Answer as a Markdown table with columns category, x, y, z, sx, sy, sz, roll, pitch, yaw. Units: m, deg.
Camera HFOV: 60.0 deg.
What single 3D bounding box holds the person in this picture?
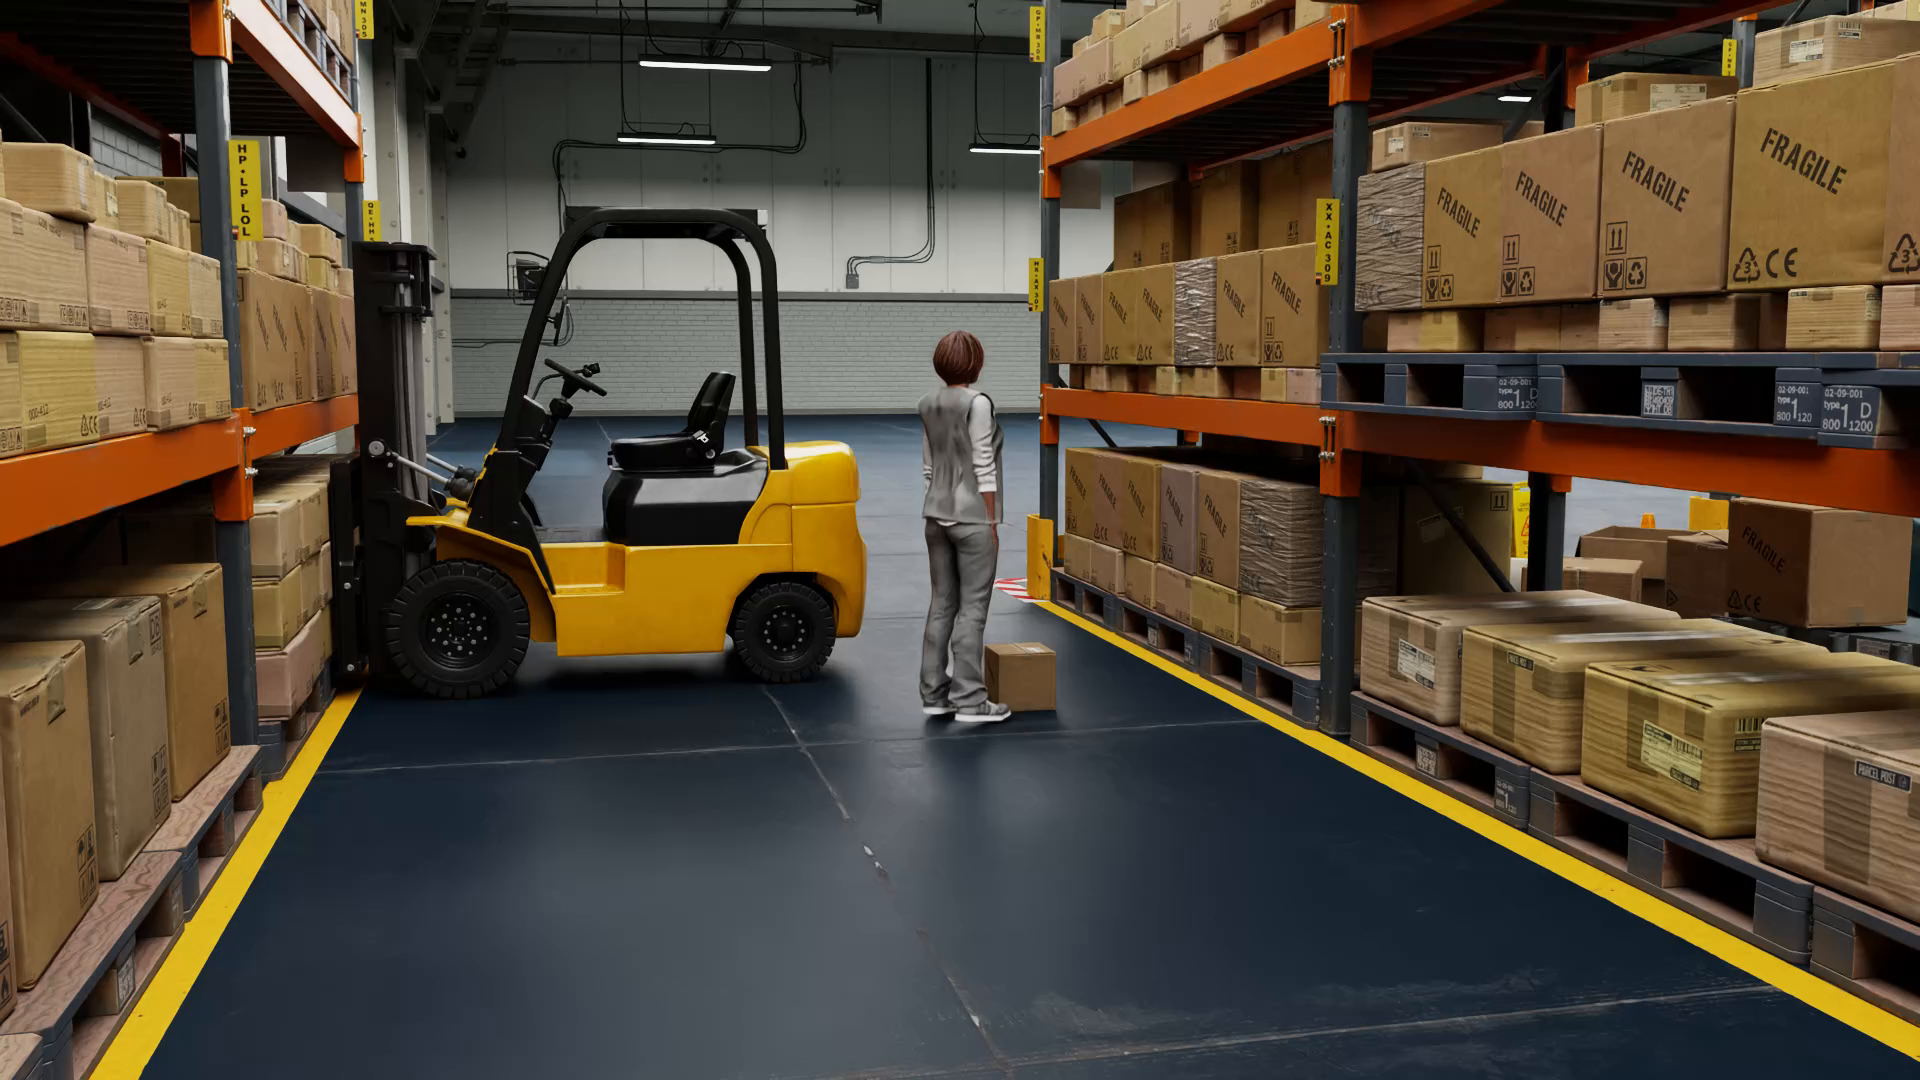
| category | x | y | z | sx | sy | sz | roll | pitch | yaw |
| --- | --- | --- | --- | --- | --- | --- | --- | --- | --- |
| person | 0.000 | -0.058 | 6.845 | 0.317 | 1.601 | 0.404 | -6 | 8 | -42 |
